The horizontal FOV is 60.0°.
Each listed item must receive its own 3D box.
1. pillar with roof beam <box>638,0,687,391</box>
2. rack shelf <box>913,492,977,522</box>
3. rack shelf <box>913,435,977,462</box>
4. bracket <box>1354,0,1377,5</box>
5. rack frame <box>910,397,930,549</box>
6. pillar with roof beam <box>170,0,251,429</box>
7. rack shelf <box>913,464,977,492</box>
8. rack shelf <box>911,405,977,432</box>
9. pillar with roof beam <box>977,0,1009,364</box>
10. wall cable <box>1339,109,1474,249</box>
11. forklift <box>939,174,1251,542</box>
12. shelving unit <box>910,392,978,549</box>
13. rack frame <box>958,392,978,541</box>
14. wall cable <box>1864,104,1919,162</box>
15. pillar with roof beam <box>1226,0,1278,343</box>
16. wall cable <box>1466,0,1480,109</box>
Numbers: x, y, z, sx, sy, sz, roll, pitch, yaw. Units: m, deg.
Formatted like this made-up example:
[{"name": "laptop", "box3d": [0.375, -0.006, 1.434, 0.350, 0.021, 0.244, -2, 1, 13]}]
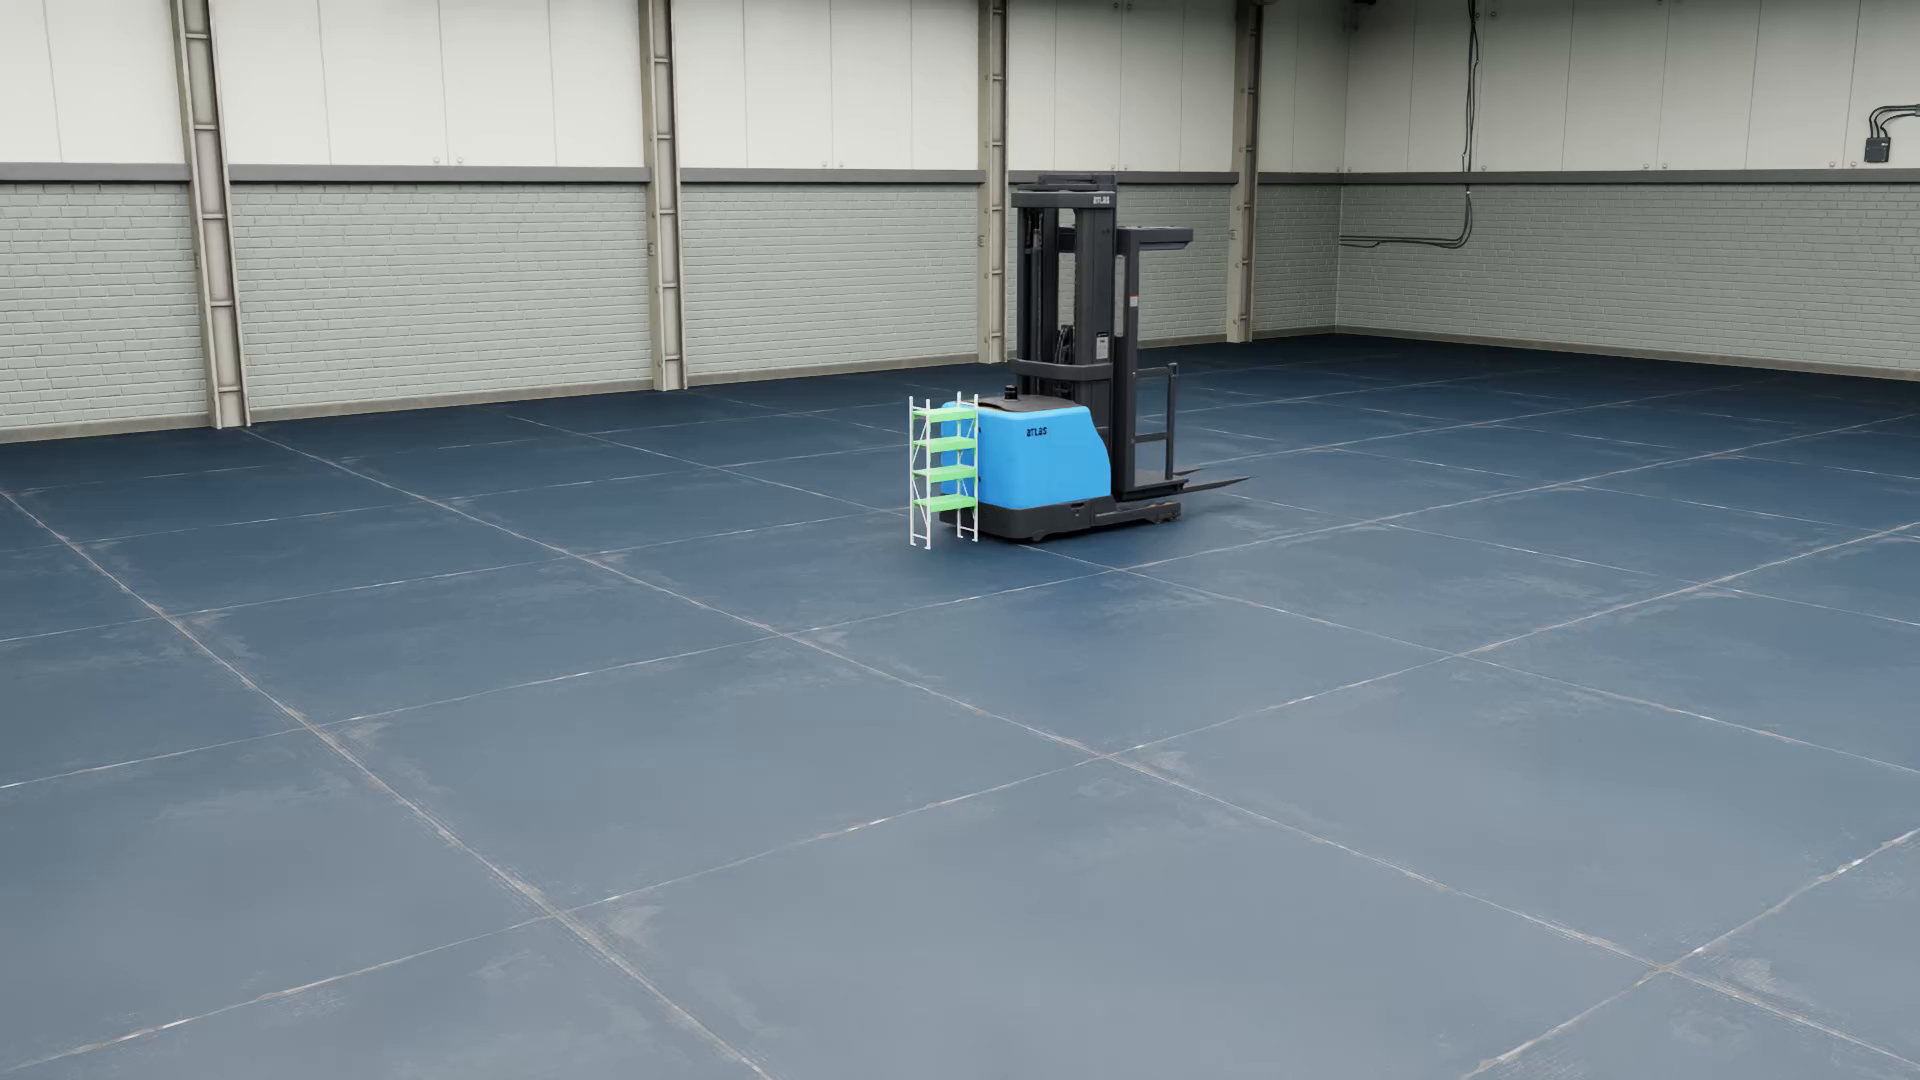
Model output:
[{"name": "pillar with roof beam", "box3d": [-1.462, -5.865, 19.586, 0.400, 9.000, 9.100, -9, 15, -38]}, {"name": "rack shelf", "box3d": [-0.129, -0.268, 13.466, 0.480, 0.148, 0.258, -9, 15, -38]}, {"name": "rack shelf", "box3d": [-0.129, -0.738, 13.366, 0.480, 0.148, 0.258, -9, 15, -38]}, {"name": "bracket", "box3d": [7.616, -10.185, 31.264, 0.430, 0.232, 0.235, -9, 15, -38]}, {"name": "rack frame", "box3d": [-0.320, -0.534, 13.254, 0.015, 1.200, 0.240, -9, 15, -38]}, {"name": "pillar with roof beam", "box3d": [-6.147, -5.087, 15.920, 0.400, 9.000, 9.100, -9, 15, -38]}, {"name": "rack shelf", "box3d": [-0.129, -0.503, 13.416, 0.480, 0.148, 0.258, -9, 15, -38]}, {"name": "rack shelf", "box3d": [-0.129, -0.972, 13.317, 0.480, 0.148, 0.258, -9, 15, -38]}, {"name": "pillar with roof beam", "box3d": [3.223, -6.644, 23.253, 0.400, 9.000, 9.100, -9, 15, -38]}, {"name": "wall cable", "box3d": [8.346, -6.770, 31.320, 0.112, 2.526, 3.097, -9, 15, -38]}, {"name": "forklift", "box3d": [1.288, -1.647, 14.329, 3.031, 2.935, 1.130, -10, 15, -38]}, {"name": "shelving unit", "box3d": [-0.129, -0.565, 13.403, 0.503, 1.200, 0.258, -9, 15, -38]}, {"name": "rack frame", "box3d": [0.061, -0.597, 13.552, 0.015, 1.200, 0.240, -9, 15, -38]}, {"name": "wall cable", "box3d": [14.264, -8.410, 23.383, 0.169, 6.003, 2.305, -9, 15, -38]}, {"name": "pillar with roof beam", "box3d": [7.908, -7.422, 26.919, 0.548, 9.000, 9.100, -9, 15, -38]}, {"name": "wall cable", "box3d": [10.036, -8.801, 28.729, 0.112, 2.526, 3.097, -9, 15, -38]}]
